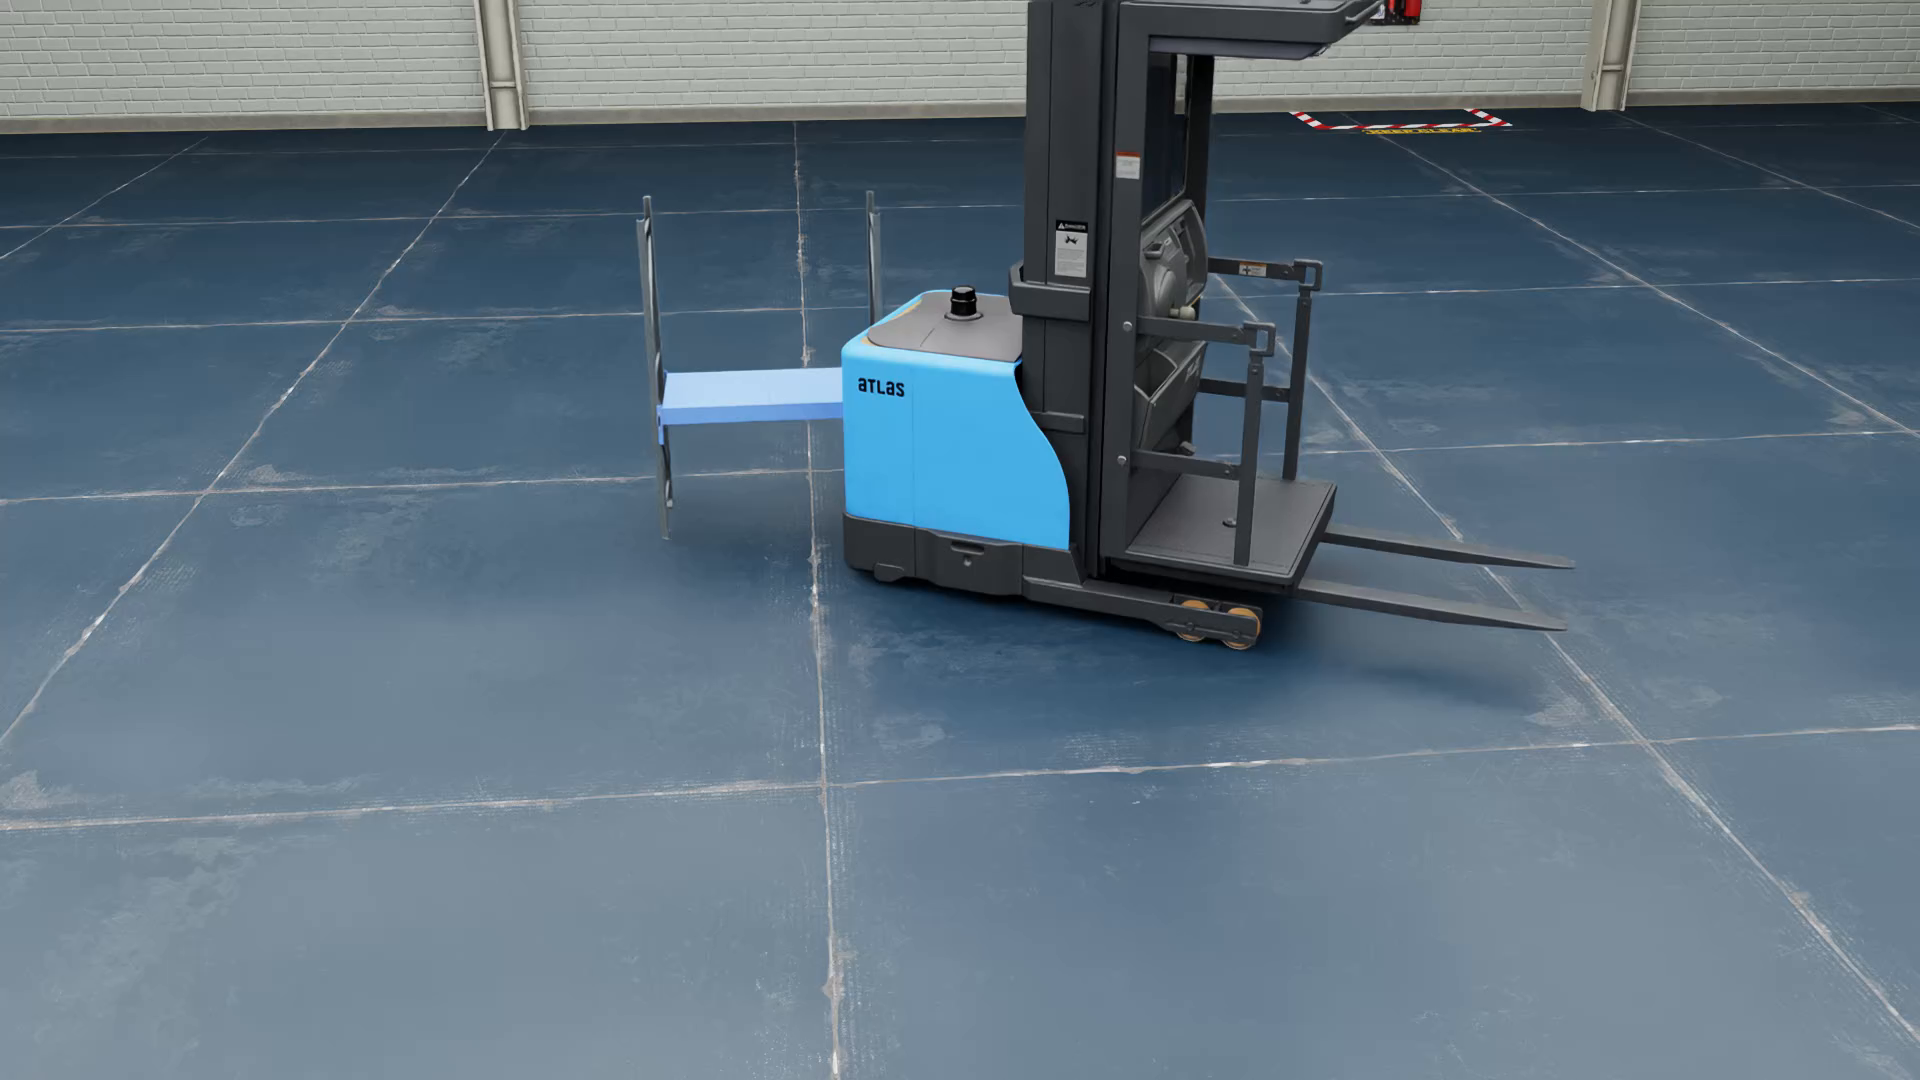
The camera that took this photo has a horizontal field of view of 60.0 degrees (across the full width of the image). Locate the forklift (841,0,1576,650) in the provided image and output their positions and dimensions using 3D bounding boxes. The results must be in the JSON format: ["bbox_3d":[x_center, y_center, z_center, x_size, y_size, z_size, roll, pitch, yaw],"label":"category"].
[{"bbox_3d":[1.056,-1.139,6.704,3.031,2.935,1.130,9,26,19],"label":"forklift"}]

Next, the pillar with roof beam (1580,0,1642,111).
[{"bbox_3d":[7.609,-7.203,12.875,0.400,9.000,9.100,-2,24,-5],"label":"pillar with roof beam"}]

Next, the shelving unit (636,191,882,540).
[{"bbox_3d":[-0.896,-0.807,7.720,1.048,1.500,0.538,-3,24,-6],"label":"shelving unit"}]

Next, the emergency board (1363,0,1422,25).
[{"bbox_3d":[4.723,-6.118,17.821,0.643,1.169,0.194,-2,24,-5],"label":"emergency board"}]

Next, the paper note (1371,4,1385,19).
[{"bbox_3d":[4.540,-5.736,18.047,0.142,0.148,0.016,-2,24,-5],"label":"paper note"}]

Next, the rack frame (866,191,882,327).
[{"bbox_3d":[-0.390,-0.830,7.771,0.032,1.500,0.500,-3,24,-6],"label":"rack frame"}]

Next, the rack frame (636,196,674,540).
[{"bbox_3d":[-1.401,-0.785,7.669,0.032,1.500,0.500,-3,24,-6],"label":"rack frame"}]

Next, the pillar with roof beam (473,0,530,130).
[{"bbox_3d":[-4.333,-6.723,11.797,0.400,9.000,9.100,-2,24,-5],"label":"pillar with roof beam"}]

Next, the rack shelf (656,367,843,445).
[{"bbox_3d":[-0.896,-0.643,7.793,1.000,0.185,0.538,-3,24,-6],"label":"rack shelf"}]
